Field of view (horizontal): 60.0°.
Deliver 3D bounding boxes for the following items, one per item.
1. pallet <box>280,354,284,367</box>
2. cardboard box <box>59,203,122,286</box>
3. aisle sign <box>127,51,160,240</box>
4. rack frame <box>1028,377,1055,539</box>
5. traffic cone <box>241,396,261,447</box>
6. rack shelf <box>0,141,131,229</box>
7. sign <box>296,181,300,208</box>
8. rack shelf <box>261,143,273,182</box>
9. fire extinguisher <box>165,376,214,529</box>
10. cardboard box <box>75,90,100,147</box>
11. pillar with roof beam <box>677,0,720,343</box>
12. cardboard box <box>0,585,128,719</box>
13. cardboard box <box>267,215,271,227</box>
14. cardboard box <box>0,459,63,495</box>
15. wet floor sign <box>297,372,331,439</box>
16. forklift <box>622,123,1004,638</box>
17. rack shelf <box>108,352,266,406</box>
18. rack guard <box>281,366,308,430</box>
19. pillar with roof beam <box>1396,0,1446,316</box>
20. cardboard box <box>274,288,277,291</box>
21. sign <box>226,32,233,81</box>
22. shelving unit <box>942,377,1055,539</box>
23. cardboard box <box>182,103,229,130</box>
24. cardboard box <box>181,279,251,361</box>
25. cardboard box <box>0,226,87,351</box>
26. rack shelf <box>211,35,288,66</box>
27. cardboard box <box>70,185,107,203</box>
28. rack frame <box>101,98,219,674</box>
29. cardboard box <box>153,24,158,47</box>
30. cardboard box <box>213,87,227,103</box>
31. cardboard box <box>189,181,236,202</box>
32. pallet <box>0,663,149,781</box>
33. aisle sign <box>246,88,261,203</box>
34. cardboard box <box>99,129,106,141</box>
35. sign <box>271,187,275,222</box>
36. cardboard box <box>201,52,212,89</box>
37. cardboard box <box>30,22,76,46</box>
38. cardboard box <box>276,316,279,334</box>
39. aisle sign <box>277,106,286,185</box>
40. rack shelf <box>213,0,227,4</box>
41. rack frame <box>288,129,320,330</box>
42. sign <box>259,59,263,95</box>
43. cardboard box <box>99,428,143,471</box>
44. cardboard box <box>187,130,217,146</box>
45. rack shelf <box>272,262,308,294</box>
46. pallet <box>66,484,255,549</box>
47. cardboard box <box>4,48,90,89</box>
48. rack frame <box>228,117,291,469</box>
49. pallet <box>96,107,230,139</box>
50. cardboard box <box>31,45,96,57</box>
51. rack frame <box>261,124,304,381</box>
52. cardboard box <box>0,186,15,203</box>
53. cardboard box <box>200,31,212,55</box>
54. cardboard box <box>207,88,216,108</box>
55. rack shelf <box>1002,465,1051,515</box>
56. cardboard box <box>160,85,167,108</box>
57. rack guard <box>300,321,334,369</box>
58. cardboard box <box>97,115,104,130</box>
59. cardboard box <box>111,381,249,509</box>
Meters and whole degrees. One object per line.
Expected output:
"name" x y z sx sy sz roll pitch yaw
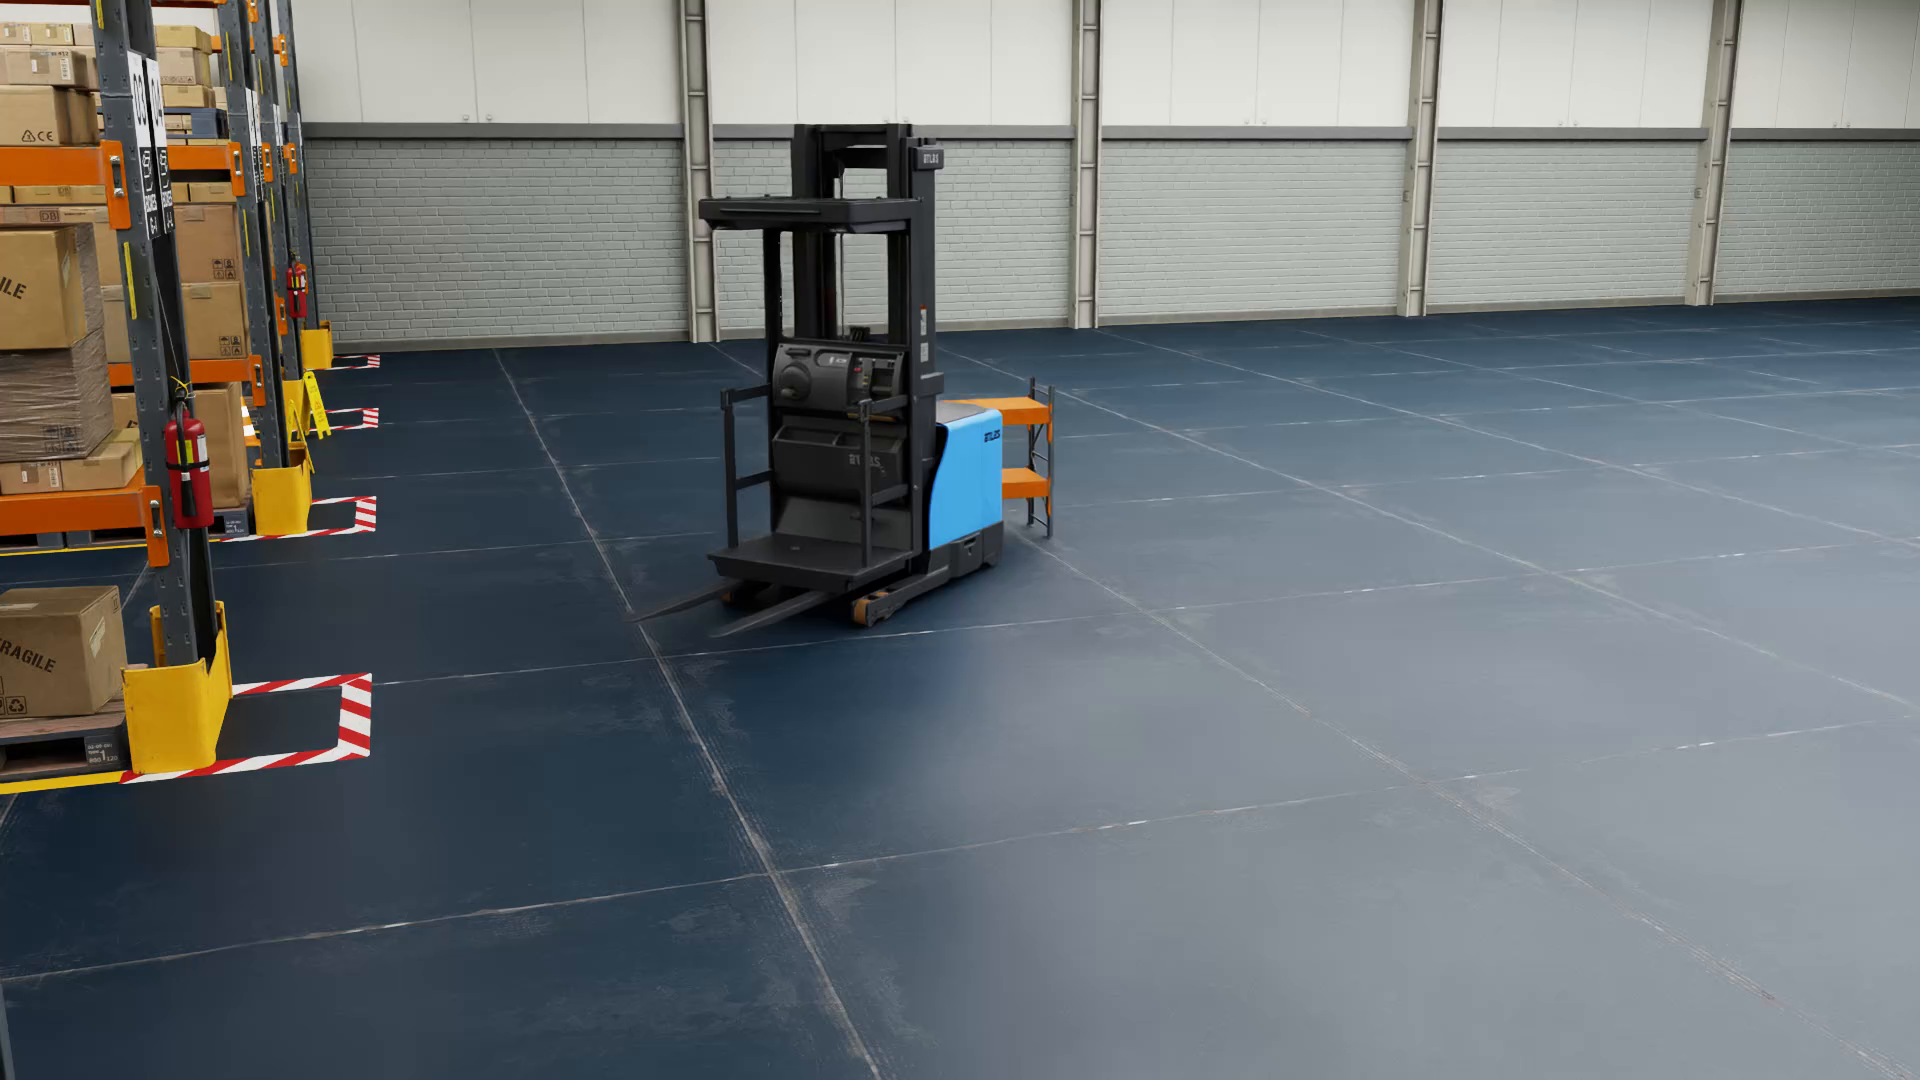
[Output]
"pallet" -9.199 -2.365 21.629 1.213 0.211 1.003 -4 14 -18
"cardboard box" -6.082 -2.139 11.997 0.550 0.550 0.875 -4 14 -18
"aisle sign" -3.586 -1.729 7.311 0.004 0.787 0.394 -4 14 -18
"rack frame" 0.600 -0.613 12.290 0.032 1.125 0.500 -4 14 -15
"traffic cone" -6.897 -1.150 15.978 0.334 0.463 0.336 -4 14 -18
"rack shelf" -5.636 -1.487 6.985 4.000 0.370 1.077 -4 14 -18
"sign" -8.327 -4.346 20.916 0.005 0.325 0.100 -4 14 -18
"rack shelf" -8.796 -3.661 16.122 4.000 0.370 1.077 -4 14 -18
"fire extinguisher" -3.485 -0.395 7.489 0.183 0.674 0.296 -4 14 -18
"cardboard box" -4.279 -1.933 7.628 0.500 0.250 0.500 -4 14 -16
"pillar with roof beam" -2.375 -6.351 19.395 0.400 9.000 9.100 -4 14 -18
"cardboard box" -4.337 0.529 7.932 0.500 0.500 0.500 -2 14 -8
"cardboard box" -8.727 -4.064 21.130 0.250 0.149 0.380 -4 14 -17
"cardboard box" -4.181 -0.319 7.543 0.250 0.149 0.380 -4 14 -18
"wet floor sign" -6.379 -1.333 16.352 0.232 0.644 0.267 0 13 1
"forklift" -0.859 -1.028 10.130 1.130 2.935 3.031 7 15 28
"rack shelf" -7.122 -1.123 11.937 4.000 0.370 1.077 -4 14 -18
"rack guard" -6.973 -1.477 17.272 0.348 0.500 1.175 -4 14 -18
"pillar with roof beam" 8.998 -7.236 23.119 0.400 9.000 9.100 -4 14 -18
"cardboard box" -9.003 -3.146 21.762 0.500 0.250 0.500 -5 14 -19
"sign" -5.066 -3.352 11.529 0.005 0.325 0.100 -4 14 -18
"shelving unit" 0.110 -0.582 12.159 1.048 1.125 0.538 -4 14 -15
"cardboard box" -7.300 -4.133 16.235 0.500 0.250 0.500 -5 14 -19
"cardboard box" -5.563 -1.656 12.300 0.550 0.550 0.875 -4 14 -18
"cardboard box" -4.183 -1.110 7.309 0.500 0.500 0.500 -4 14 -18
"rack shelf" -10.383 -6.014 20.397 4.000 0.370 1.077 -4 14 -18
"cardboard box" -8.248 -3.197 16.082 0.500 0.500 0.700 -5 14 -19
"rack frame" -3.740 -0.525 7.869 0.127 3.000 1.000 -4 14 -18
"cardboard box" -5.674 -3.481 11.510 0.250 0.149 0.380 -4 14 -18
"cardboard box" -7.127 -4.334 16.219 0.250 0.149 0.380 -4 14 -18
"cardboard box" -7.315 -3.293 16.485 0.500 0.500 0.700 -5 14 -19
"pallet" -4.593 0.889 7.949 1.213 0.211 1.003 -4 14 -18
"aisle sign" -5.063 -2.825 11.919 0.004 0.787 0.394 -4 14 -18
"cardboard box" -8.120 -3.878 16.023 0.250 0.149 0.380 -5 14 -19
"sign" -6.743 -3.293 16.318 0.005 0.325 0.100 -4 14 -18
"cardboard box" -5.765 -3.425 12.137 0.500 0.250 0.500 -4 14 -18
"cardboard box" -6.162 -3.443 11.349 0.250 0.149 0.380 -4 14 -17
"cardboard box" -8.849 -2.793 21.355 0.500 0.250 0.500 -5 14 -19
"aisle sign" -6.941 -4.036 17.011 0.004 0.787 0.394 -4 14 -18
"rack shelf" -7.122 -3.847 11.289 4.000 0.370 1.077 -4 14 -18
"rack frame" -8.487 -3.787 21.582 0.127 3.000 1.000 -4 14 -18
"sign" -6.743 -4.466 16.039 0.005 0.325 0.100 -4 14 -18
"cardboard box" -4.086 -0.434 8.030 0.250 0.149 0.380 -4 14 -18
"cardboard box" -7.375 -3.923 16.213 0.250 0.149 0.380 -4 14 -18
"rack shelf" -10.383 -3.290 21.045 4.000 0.370 1.077 -4 14 -18
"pallet" -5.959 -0.188 12.476 1.213 0.211 1.003 -4 14 -18
"cardboard box" -3.904 -2.017 7.119 0.250 0.149 0.380 -4 14 -18
"rack frame" -5.226 -1.621 12.474 0.127 3.000 1.000 -4 14 -18
"pallet" -5.926 -2.980 11.897 1.213 0.211 1.003 -4 14 -18
"cardboard box" -6.075 -3.270 11.486 0.500 0.250 0.500 -4 14 -18
"rack frame" -6.901 -2.699 17.007 0.127 3.000 1.000 -4 14 -18
"cardboard box" -9.230 -3.132 15.810 0.500 0.500 0.700 -5 14 -19
"cardboard box" -5.644 -3.644 12.193 0.250 0.149 0.380 -4 14 -17
"cardboard box" -5.653 -3.256 12.285 0.250 0.149 0.380 -4 14 -18
"rack shelf" 0.110 -0.344 12.215 1.000 0.278 0.538 -4 14 -15
"cardboard box" -5.672 -3.093 11.603 0.250 0.149 0.380 -4 14 -18
"rack guard" -8.465 -2.573 21.879 0.348 0.500 1.175 -4 14 -18
"cardboard box" -8.267 -4.057 15.915 0.500 0.250 0.500 -4 14 -16
"cardboard box" -5.848 -0.727 12.400 0.875 0.875 0.875 -4 14 -18
